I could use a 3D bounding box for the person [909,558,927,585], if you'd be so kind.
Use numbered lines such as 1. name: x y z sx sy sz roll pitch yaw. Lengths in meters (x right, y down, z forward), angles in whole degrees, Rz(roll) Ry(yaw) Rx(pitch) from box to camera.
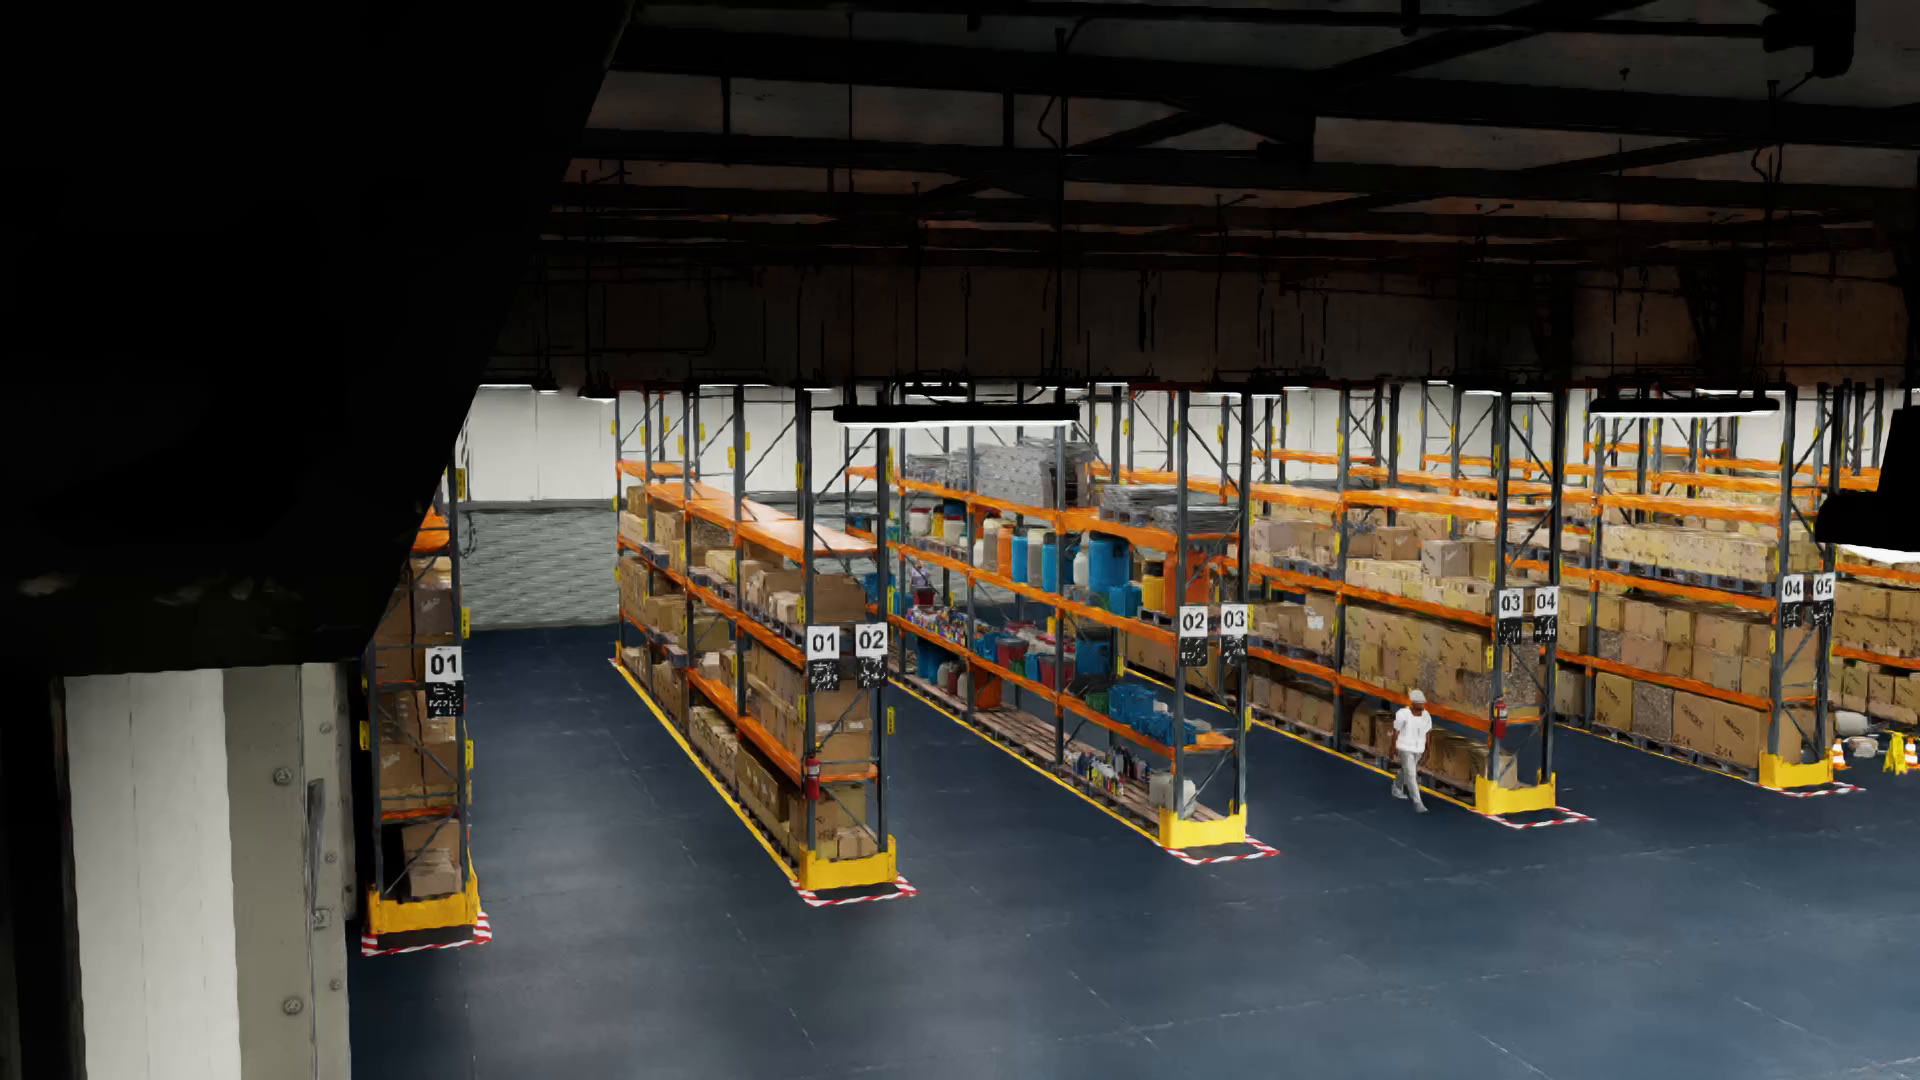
1. person: -1.023 1.196 41.097 0.479 1.567 1.090 -2 6 -17

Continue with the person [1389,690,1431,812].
1. person: 6.491 2.967 23.751 0.577 1.687 1.116 -2 6 -20
